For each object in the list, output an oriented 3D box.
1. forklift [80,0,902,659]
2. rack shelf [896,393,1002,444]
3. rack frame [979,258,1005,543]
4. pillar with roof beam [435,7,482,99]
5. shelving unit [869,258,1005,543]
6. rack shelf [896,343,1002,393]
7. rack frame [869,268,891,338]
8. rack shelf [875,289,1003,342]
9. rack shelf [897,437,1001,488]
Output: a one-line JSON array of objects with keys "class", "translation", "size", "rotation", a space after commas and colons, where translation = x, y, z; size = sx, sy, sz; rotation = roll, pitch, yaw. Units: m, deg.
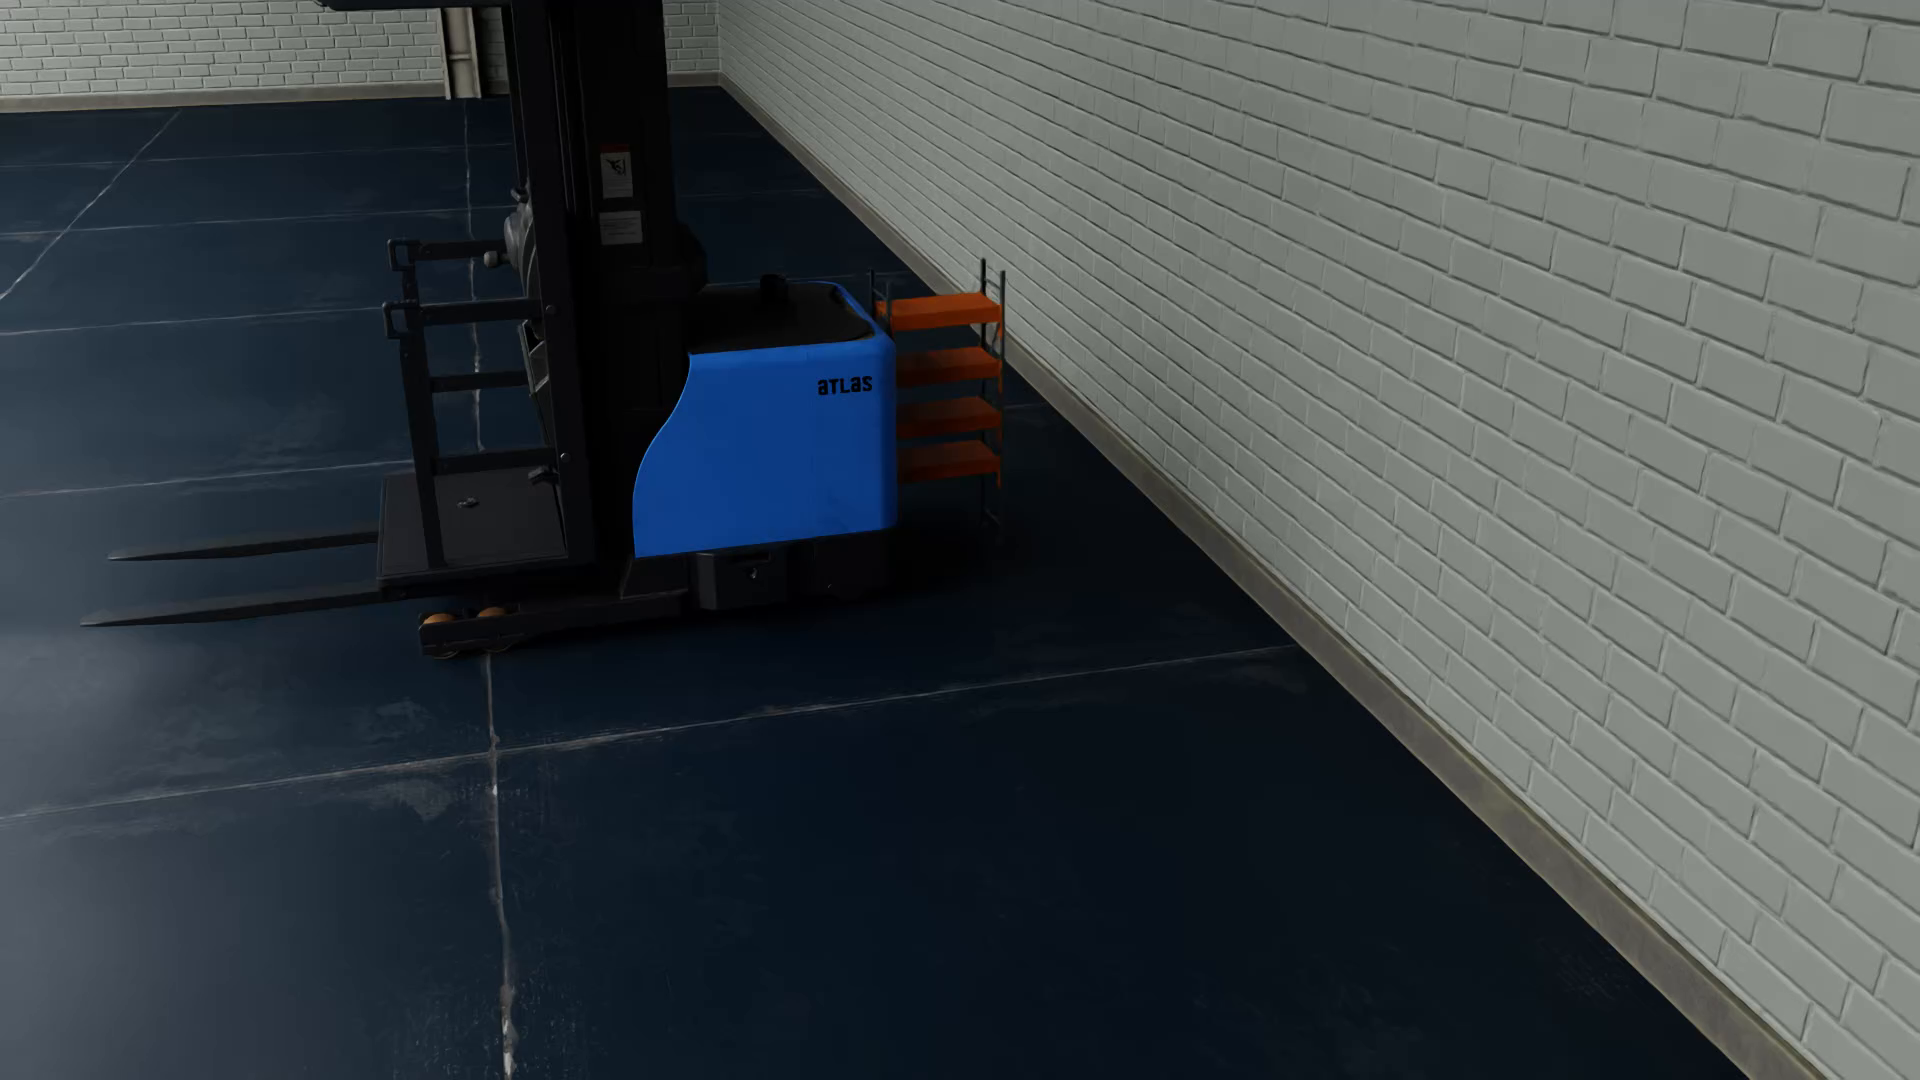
[{"class": "forklift", "translation": [-1.809, -1.134, 6.177], "size": [3.031, 2.935, 1.130], "rotation": [-7, 24, -15]}, {"class": "rack shelf", "translation": [-0.093, -0.488, 7.037], "size": [0.480, 0.148, 0.258], "rotation": [-8, 25, -19]}, {"class": "rack frame", "translation": [0.136, -0.584, 7.089], "size": [0.015, 1.200, 0.240], "rotation": [-8, 25, -19]}, {"class": "pillar with roof beam", "translation": [-4.544, -7.602, 13.556], "size": [0.400, 9.000, 9.100], "rotation": [-6, 24, -14]}, {"class": "shelving unit", "translation": [-0.093, -0.550, 7.011], "size": [0.503, 1.200, 0.258], "rotation": [-8, 25, -19]}, {"class": "rack shelf", "translation": [-0.093, -0.694, 6.949], "size": [0.480, 0.148, 0.258], "rotation": [-8, 25, -19]}, {"class": "rack frame", "translation": [-0.322, -0.517, 6.933], "size": [0.015, 1.200, 0.240], "rotation": [-8, 25, -19]}, {"class": "rack shelf", "translation": [-0.093, -0.911, 6.856], "size": [0.480, 0.148, 0.258], "rotation": [-8, 25, -19]}, {"class": "rack shelf", "translation": [-0.093, -0.306, 7.116], "size": [0.480, 0.148, 0.258], "rotation": [-8, 25, -19]}]
